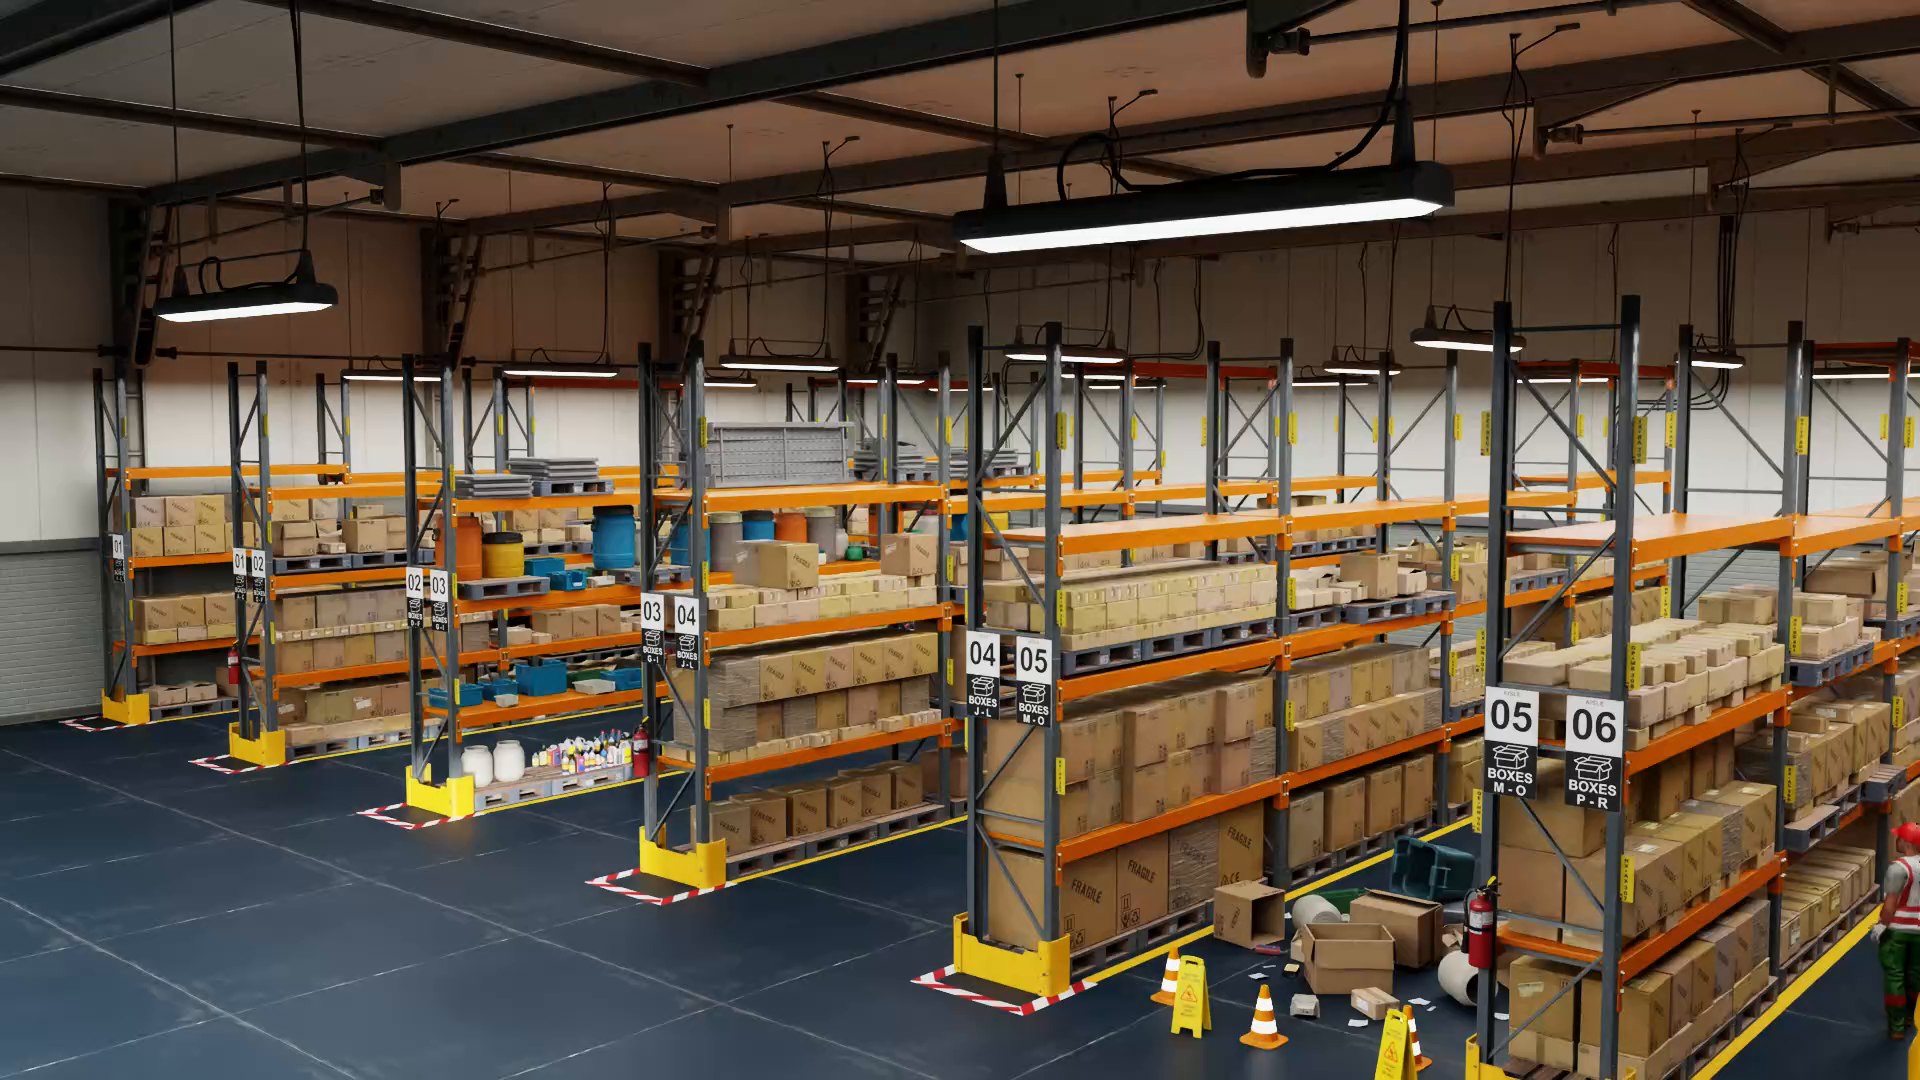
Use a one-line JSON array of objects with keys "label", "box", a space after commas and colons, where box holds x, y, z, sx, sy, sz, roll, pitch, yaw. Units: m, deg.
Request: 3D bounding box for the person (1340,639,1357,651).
[{"label": "person", "box": [6.299, 2.313, 26.982, 0.500, 1.718, 1.058, 3, 5, 38]}]

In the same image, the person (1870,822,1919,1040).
[{"label": "person", "box": [7.949, 3.249, 14.037, 0.583, 1.791, 0.607, 0, 4, 1]}]

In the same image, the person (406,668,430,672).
[{"label": "person", "box": [-9.791, 2.151, 29.947, 0.521, 1.677, 0.446, -3, 5, -36]}]
